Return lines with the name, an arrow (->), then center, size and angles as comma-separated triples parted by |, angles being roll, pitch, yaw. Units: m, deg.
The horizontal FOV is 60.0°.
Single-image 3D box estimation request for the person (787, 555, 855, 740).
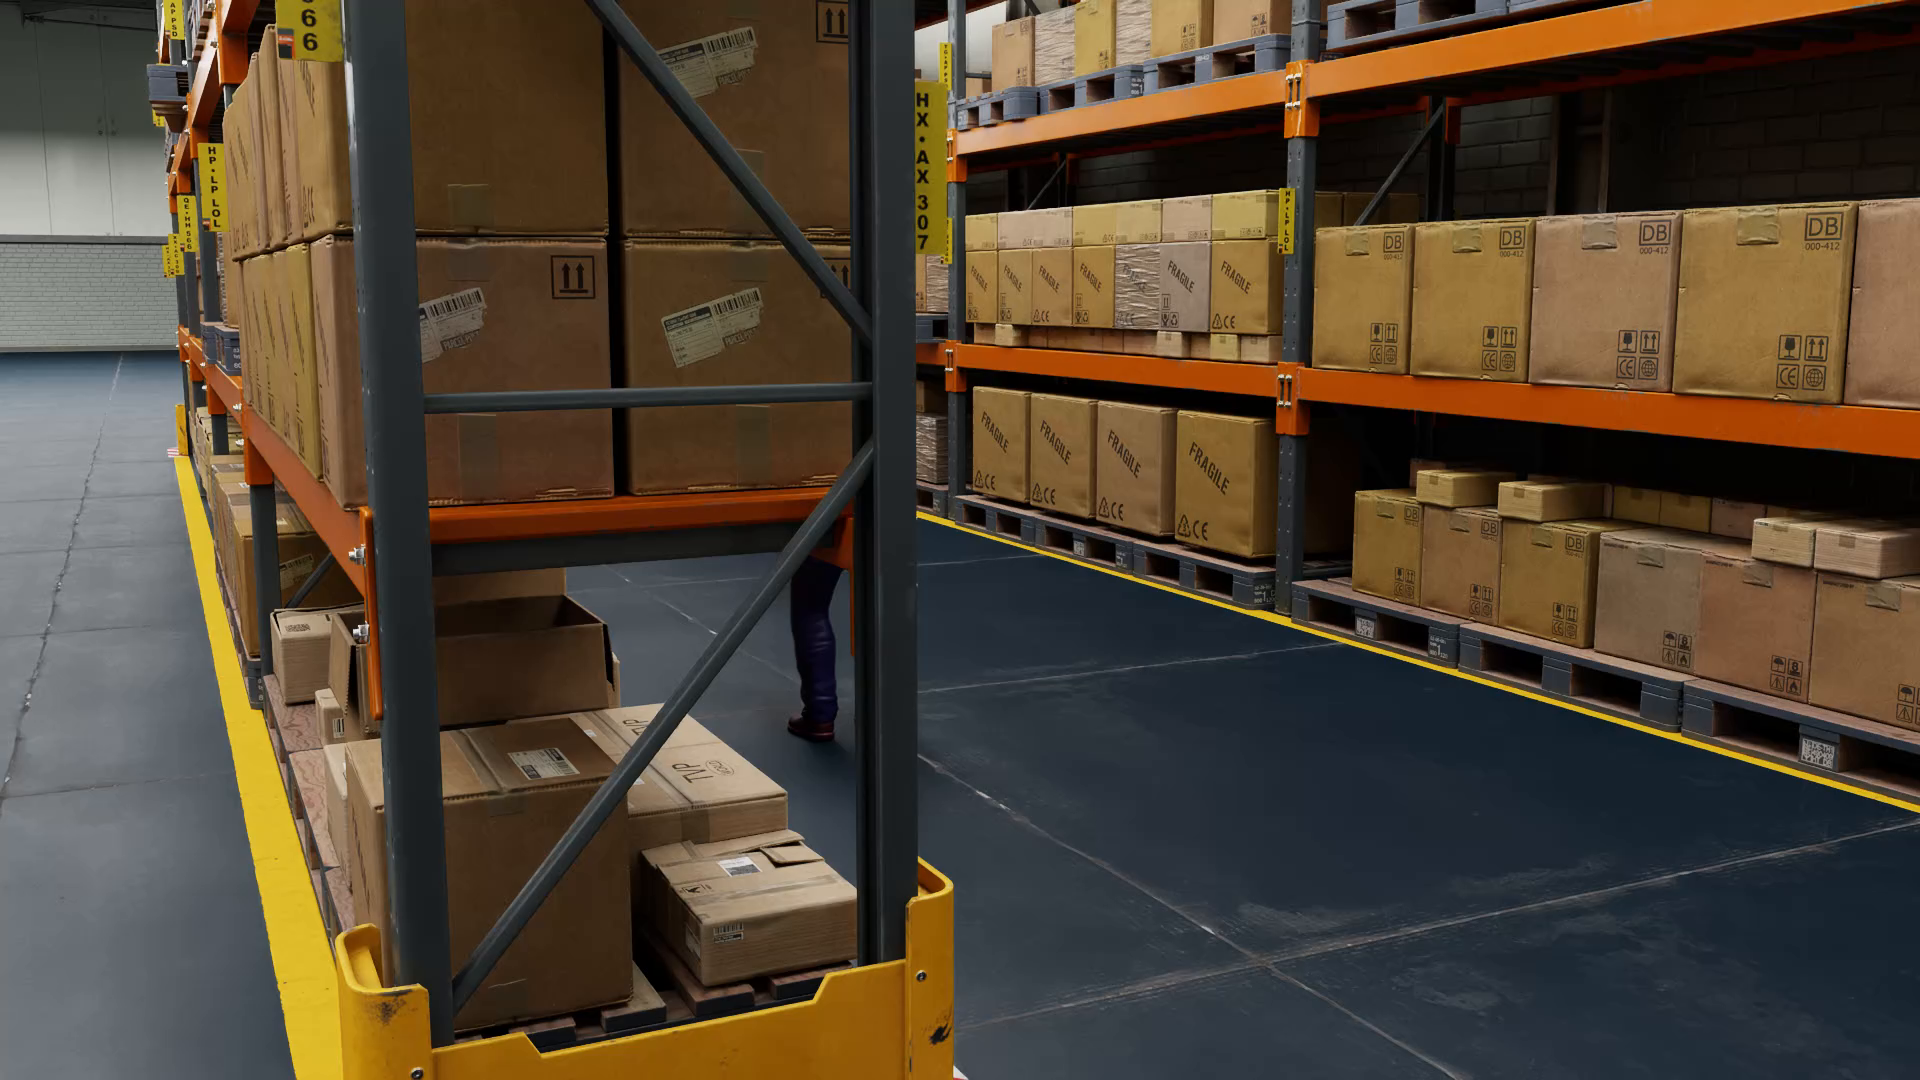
person -> -0.479, -0.073, 6.418 | 0.453, 1.637, 0.523 | -4, 10, -25
